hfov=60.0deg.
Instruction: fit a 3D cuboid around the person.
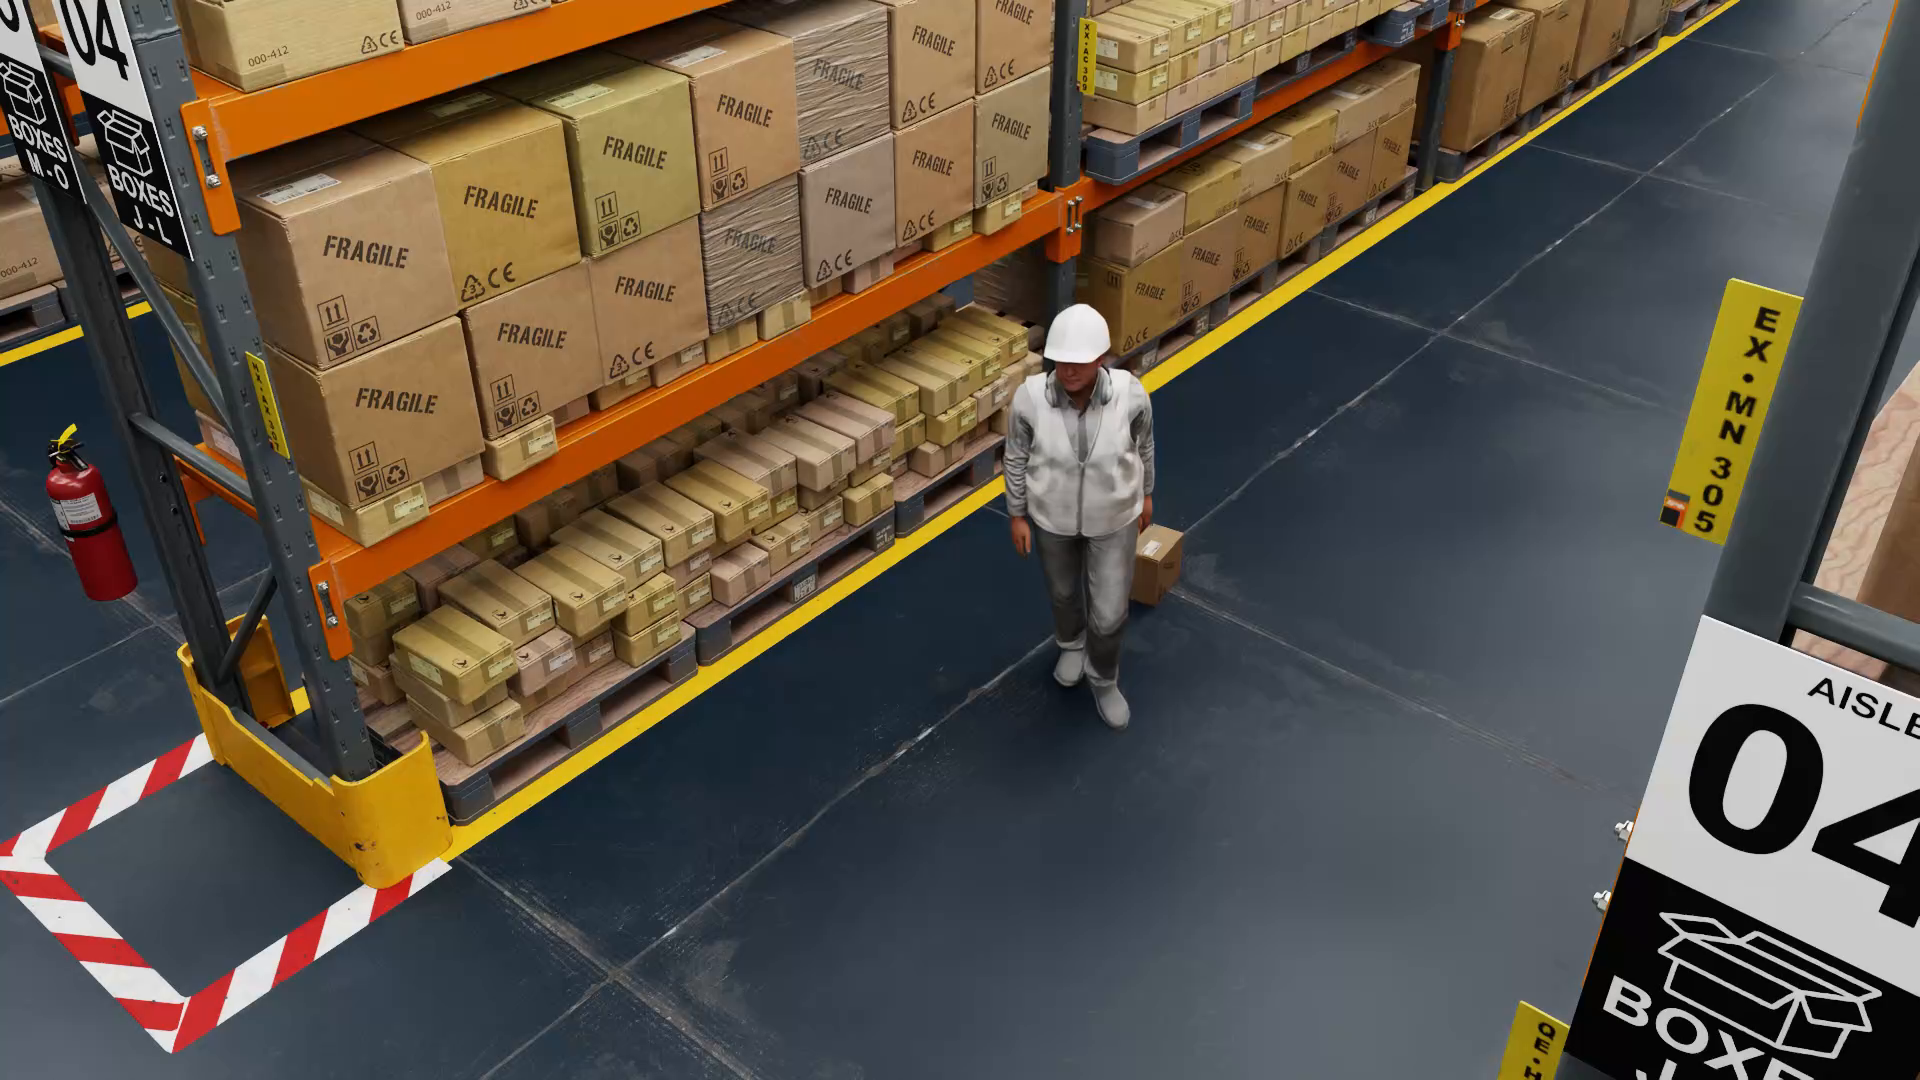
[{"bbox_3d":[0.446,-0.117,6.288,0.563,1.787,0.556,5,35,7],"label":"person"}]
